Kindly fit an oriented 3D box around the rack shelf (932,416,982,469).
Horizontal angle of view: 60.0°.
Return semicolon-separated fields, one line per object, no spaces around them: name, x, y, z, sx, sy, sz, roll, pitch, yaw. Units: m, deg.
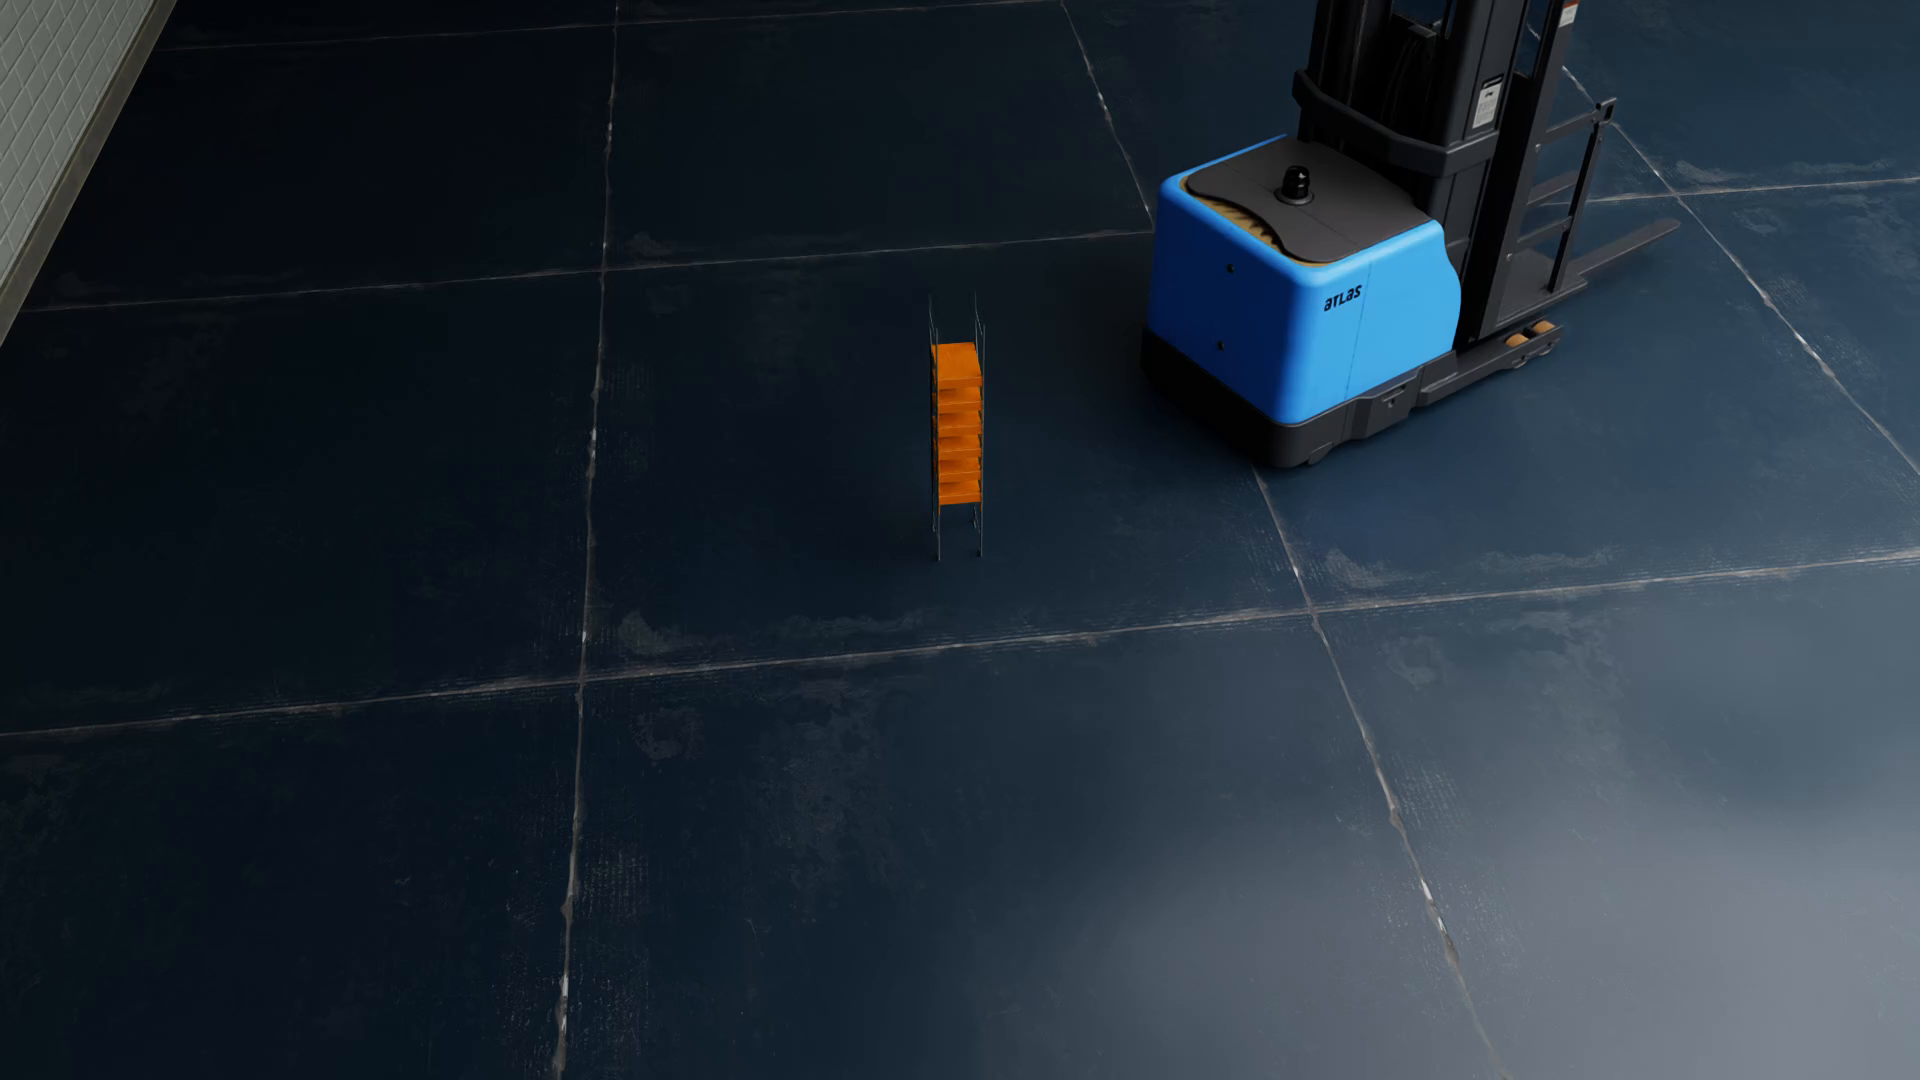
rack shelf;-0.014;-0.411;6.876;0.180;0.103;0.258;-5;42;-6

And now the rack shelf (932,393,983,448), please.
rack shelf;-0.014;-0.500;6.796;0.180;0.103;0.258;-5;42;-6

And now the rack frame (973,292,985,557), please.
rack frame;0.076;-0.452;6.856;0.006;1.200;0.240;-5;42;-6

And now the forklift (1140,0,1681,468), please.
forklift;2.375;-2.200;7.501;3.031;2.935;1.130;-25;48;-25

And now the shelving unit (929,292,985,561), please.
shelving unit;-0.014;-0.444;6.847;0.189;1.200;0.258;-5;42;-6

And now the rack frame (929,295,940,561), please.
rack frame;-0.105;-0.436;6.838;0.006;1.200;0.240;-5;42;-6

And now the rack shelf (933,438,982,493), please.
rack shelf;-0.014;-0.322;6.957;0.180;0.103;0.258;-5;42;-6

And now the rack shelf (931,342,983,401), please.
rack shelf;-0.014;-0.679;6.635;0.180;0.103;0.258;-5;42;-6

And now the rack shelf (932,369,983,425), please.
rack shelf;-0.014;-0.589;6.716;0.180;0.103;0.258;-5;42;-6

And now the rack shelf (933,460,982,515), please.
rack shelf;-0.014;-0.233;7.037;0.180;0.103;0.258;-5;42;-6
